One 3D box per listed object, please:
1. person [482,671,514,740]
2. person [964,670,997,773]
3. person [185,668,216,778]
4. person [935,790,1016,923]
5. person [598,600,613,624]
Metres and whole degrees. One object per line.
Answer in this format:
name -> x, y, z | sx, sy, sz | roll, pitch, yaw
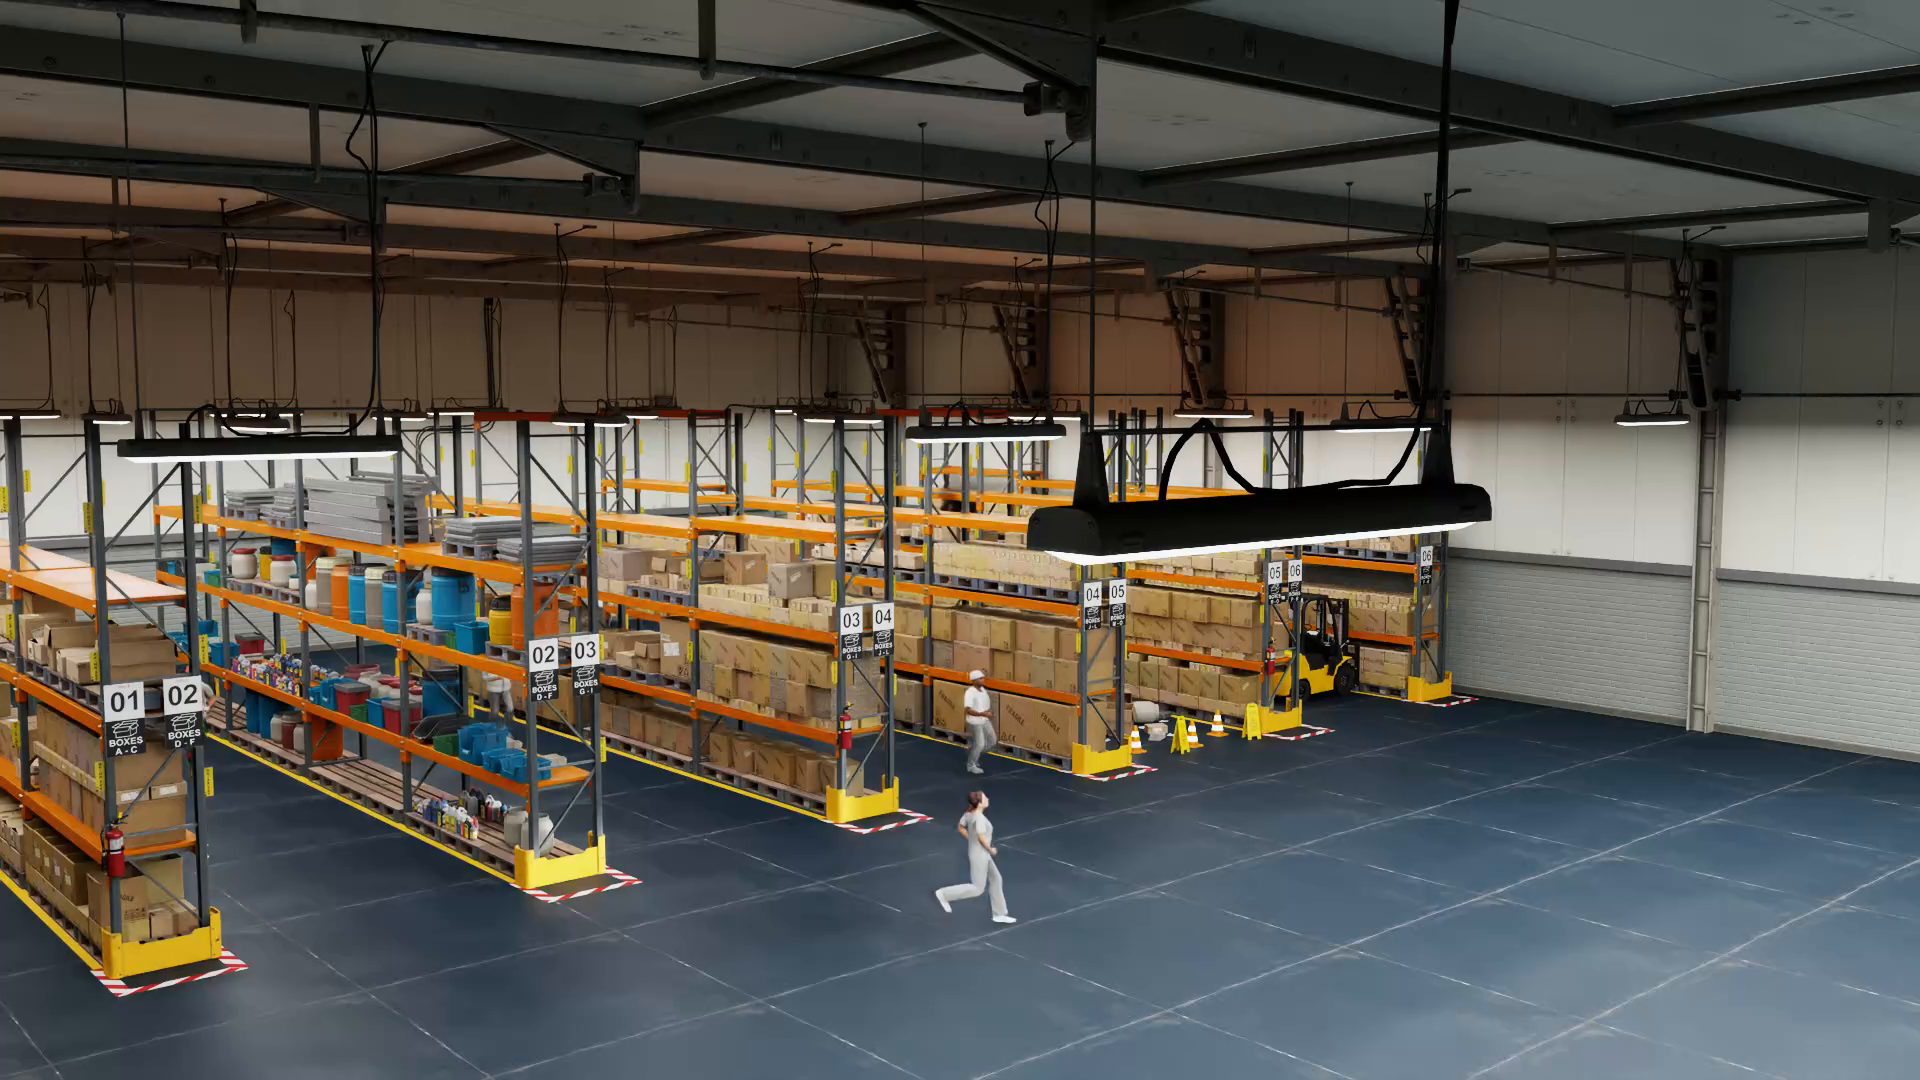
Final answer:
person -> -8.450, 2.782, 30.463 | 0.638, 1.835, 0.777 | -4, 6, -39
person -> 0.347, 3.030, 27.750 | 0.582, 1.724, 0.692 | 3, 6, 31
person -> -12.772, 2.996, 27.749 | 0.655, 1.809, 0.872 | -3, 6, -30
person -> 0.188, 3.796, 19.809 | 1.008, 1.652, 0.545 | -1, 5, -11
person -> -8.852, 1.910, 41.133 | 0.667, 1.627, 0.506 | 5, 7, 44
